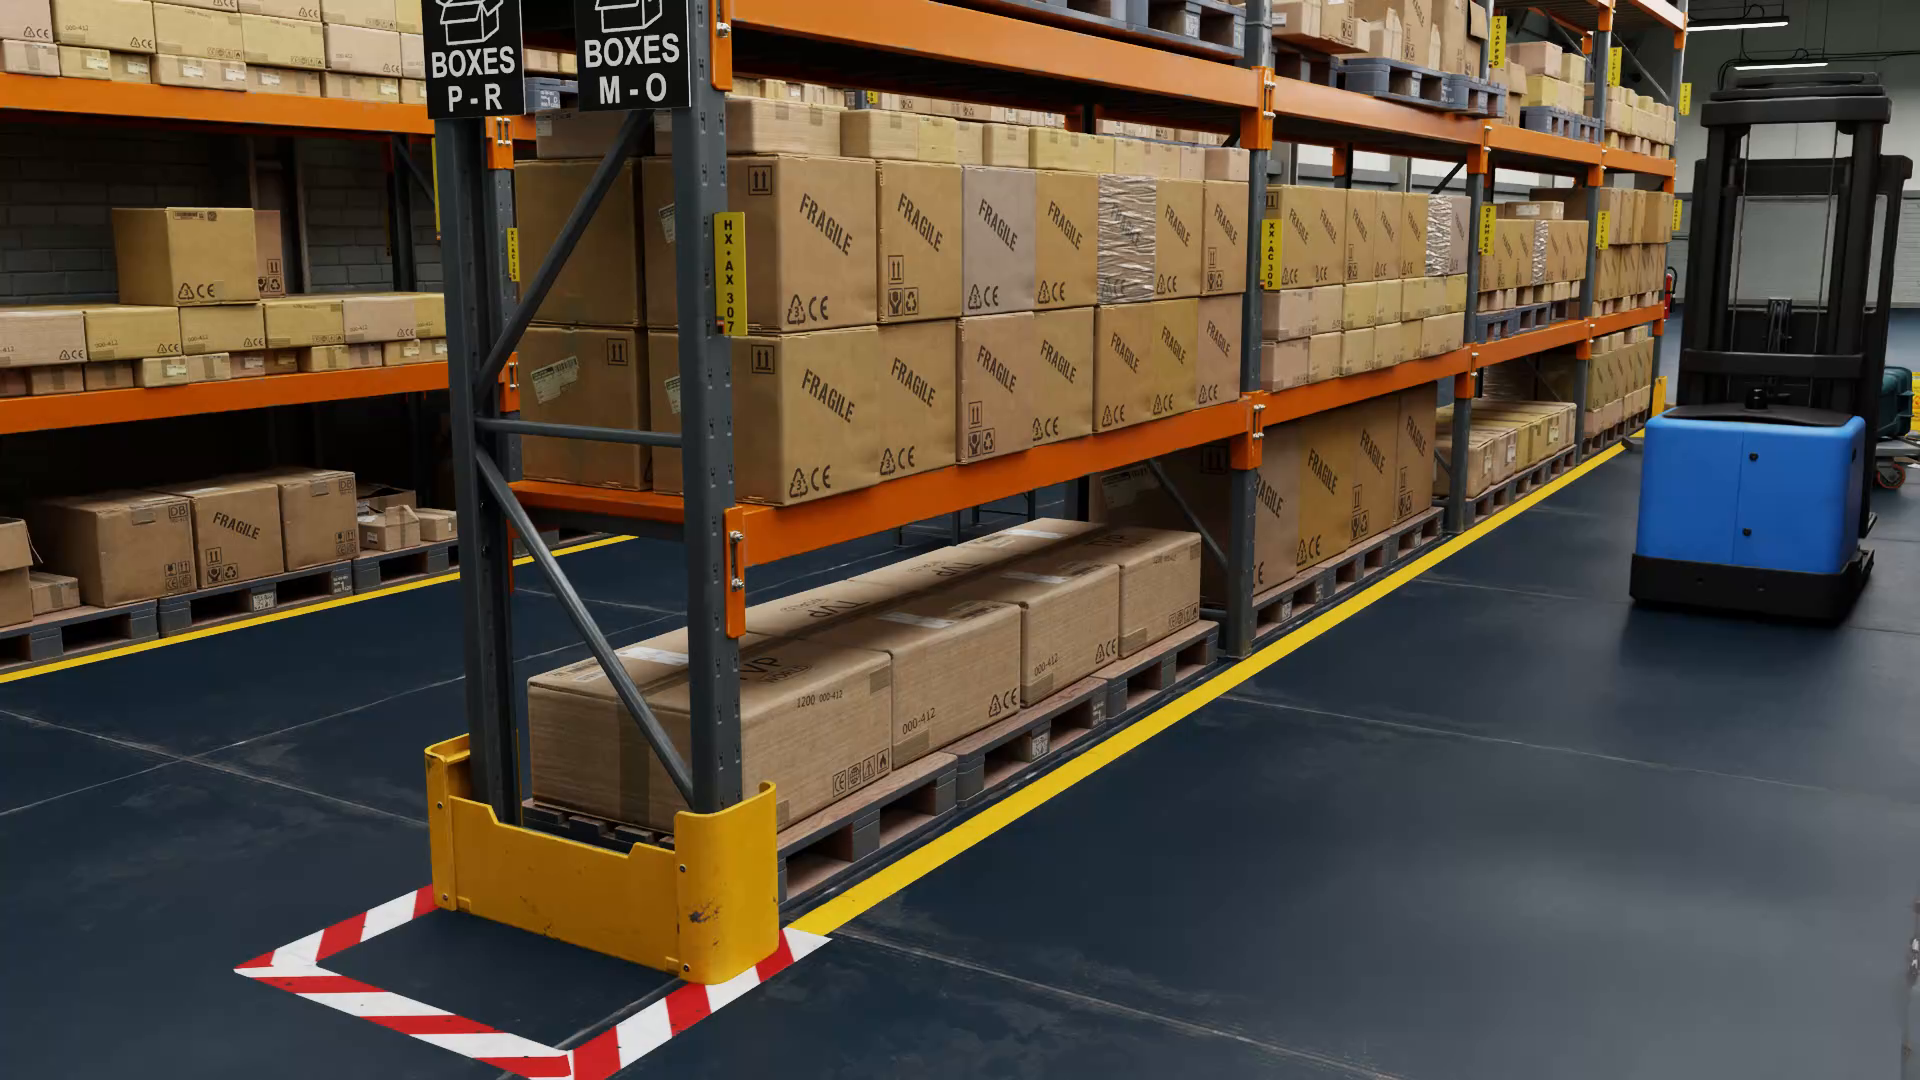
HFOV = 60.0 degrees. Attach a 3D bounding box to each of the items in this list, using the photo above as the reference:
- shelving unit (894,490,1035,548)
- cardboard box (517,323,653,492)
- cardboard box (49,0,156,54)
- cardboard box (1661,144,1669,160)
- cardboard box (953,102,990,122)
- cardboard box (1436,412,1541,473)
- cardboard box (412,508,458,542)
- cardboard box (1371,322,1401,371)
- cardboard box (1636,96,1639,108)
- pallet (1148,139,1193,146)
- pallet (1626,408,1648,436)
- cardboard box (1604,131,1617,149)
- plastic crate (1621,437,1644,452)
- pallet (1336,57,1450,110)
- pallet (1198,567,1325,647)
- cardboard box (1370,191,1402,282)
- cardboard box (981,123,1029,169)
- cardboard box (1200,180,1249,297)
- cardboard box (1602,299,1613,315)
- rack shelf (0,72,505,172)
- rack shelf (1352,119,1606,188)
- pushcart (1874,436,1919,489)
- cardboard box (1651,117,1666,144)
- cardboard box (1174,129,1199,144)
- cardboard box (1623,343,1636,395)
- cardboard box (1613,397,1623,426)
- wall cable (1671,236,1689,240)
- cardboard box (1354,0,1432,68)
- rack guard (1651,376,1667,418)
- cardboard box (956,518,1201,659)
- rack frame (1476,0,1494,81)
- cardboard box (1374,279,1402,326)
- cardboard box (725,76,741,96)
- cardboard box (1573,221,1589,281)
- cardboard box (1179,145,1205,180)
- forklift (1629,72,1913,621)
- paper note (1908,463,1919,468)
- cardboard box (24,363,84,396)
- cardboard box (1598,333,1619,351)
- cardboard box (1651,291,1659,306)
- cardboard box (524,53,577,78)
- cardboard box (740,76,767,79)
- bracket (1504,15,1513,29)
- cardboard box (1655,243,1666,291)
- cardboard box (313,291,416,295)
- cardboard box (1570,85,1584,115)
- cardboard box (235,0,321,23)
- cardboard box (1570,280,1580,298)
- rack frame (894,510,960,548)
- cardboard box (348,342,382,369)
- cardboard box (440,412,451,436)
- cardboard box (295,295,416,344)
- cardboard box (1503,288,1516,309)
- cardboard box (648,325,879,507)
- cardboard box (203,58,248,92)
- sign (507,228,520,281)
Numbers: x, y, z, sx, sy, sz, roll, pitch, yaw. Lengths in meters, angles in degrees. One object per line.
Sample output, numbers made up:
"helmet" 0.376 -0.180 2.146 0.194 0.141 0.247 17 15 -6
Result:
"shelving unit" 0.044 -0.751 11.302 0.538 1.500 1.048 6 12 31
"cardboard box" -1.063 -0.454 5.370 0.500 0.500 0.500 6 12 31
"cardboard box" -4.345 -2.529 8.174 0.500 0.250 0.500 6 12 29
"cardboard box" 7.173 -4.046 17.359 0.380 0.149 0.250 6 12 31
"cardboard box" -0.065 -4.065 15.096 0.500 0.500 0.500 7 13 32
"cardboard box" 4.143 -0.800 13.490 0.950 0.372 0.625 7 13 33
"cardboard box" -3.293 -0.096 10.335 0.380 0.149 0.250 6 12 29
"cardboard box" 2.258 -1.141 9.721 0.500 0.250 0.500 6 12 30
"cardboard box" 6.322 -4.204 16.040 0.380 0.149 0.250 7 13 32
"pallet" 1.954 -4.423 18.932 1.003 0.211 1.213 6 12 31
"pallet" 6.728 -1.313 17.808 1.003 0.211 1.213 6 12 31
"cardboard box" 5.701 -3.603 14.994 0.380 0.149 0.250 6 12 31
"plastic crate" 6.659 -0.924 16.089 0.402 0.080 0.583 2 11 11
"pallet" 2.199 -2.661 9.792 1.003 0.211 1.213 7 13 33
"pallet" 1.326 0.309 9.143 1.003 0.211 1.213 6 12 31
"cardboard box" 2.230 -1.758 9.620 0.500 0.500 0.500 6 12 30
"cardboard box" 0.020 -1.395 5.917 0.380 0.149 0.250 7 12 31
"cardboard box" 0.981 -1.373 7.561 0.500 0.500 0.500 6 12 30
"cardboard box" 5.938 -2.211 15.711 0.380 0.149 0.250 7 13 32
"rack shelf" -4.293 -2.213 8.839 1.077 0.370 4.000 6 12 31
"rack shelf" 4.105 -2.997 13.030 1.077 0.370 4.000 6 12 31
"pushcart" 7.118 -0.692 14.040 1.648 0.377 0.936 2 11 11
"cardboard box" 6.911 -4.183 17.008 0.500 0.250 0.500 6 12 30
"cardboard box" 2.337 -4.828 19.171 0.700 0.500 0.500 6 12 31
"cardboard box" 6.491 -1.731 16.759 0.500 0.500 0.500 6 12 29
"cardboard box" 6.221 -1.281 16.393 0.500 0.250 0.500 6 12 30
"wall cable" 20.079 -9.748 47.421 3.097 2.526 0.112 6 12 31
"cardboard box" 2.399 -2.987 9.607 0.500 0.500 0.500 7 12 31
"rack guard" 7.180 -1.579 18.446 1.175 0.500 0.348 6 12 31
"cardboard box" 0.572 0.209 7.924 0.875 0.438 0.875 6 12 30
"rack frame" 3.066 -4.511 11.007 1.000 3.000 0.127 6 12 31
"cardboard box" 2.251 -1.388 9.681 0.500 0.250 0.500 6 12 29
"cardboard box" -1.846 -3.353 12.302 0.380 0.149 0.250 7 13 32
"cardboard box" 5.100 -2.498 14.339 0.500 0.500 0.500 6 12 30
"cardboard box" 0.872 -1.682 7.451 0.380 0.149 0.250 7 13 32
"forklift" 4.967 -1.232 9.987 1.130 2.935 3.031 7 13 32
"paper note" 8.567 -0.659 14.827 0.155 0.023 0.172 -8 13 -38
"cardboard box" -4.543 -0.802 8.185 0.380 0.149 0.250 7 13 32
"cardboard box" 6.062 -1.895 15.870 0.380 0.149 0.250 7 13 33
"cardboard box" 7.172 -2.567 17.610 0.380 0.149 0.250 6 12 30
"cardboard box" -2.595 -3.059 10.676 0.380 0.149 0.250 7 12 31
"cardboard box" -1.648 -3.532 12.446 0.380 0.149 0.250 6 12 29
"bracket" 11.277 -10.720 34.393 0.235 0.232 0.430 6 12 31
"cardboard box" 7.174 -2.904 17.647 0.500 0.500 0.500 6 12 30
"cardboard box" -3.742 -1.427 10.437 0.500 0.250 0.500 6 12 30
"cardboard box" 4.964 -3.692 14.054 0.500 0.250 0.500 6 12 30
"cardboard box" -3.837 -2.937 8.994 0.500 0.250 0.500 7 12 32
"cardboard box" 5.112 -2.167 14.331 0.380 0.149 0.250 7 12 32
"rack frame" -0.220 -0.671 10.875 0.500 1.500 0.032 6 12 31
"cardboard box" -3.594 -1.084 9.688 0.380 0.149 0.250 7 13 32
"cardboard box" -3.310 -0.788 11.317 0.380 0.149 0.250 6 12 28
"cardboard box" -3.558 -1.295 9.735 0.500 0.250 0.500 6 12 31
"cardboard box" 3.912 -1.799 12.369 0.380 0.149 0.250 6 12 31
"cardboard box" -0.592 -0.401 5.086 0.500 0.500 0.500 6 12 30
"cardboard box" -3.963 -2.428 8.715 0.380 0.149 0.250 7 13 32
"sign" -2.787 -1.781 10.379 0.100 0.325 0.005 6 12 31
